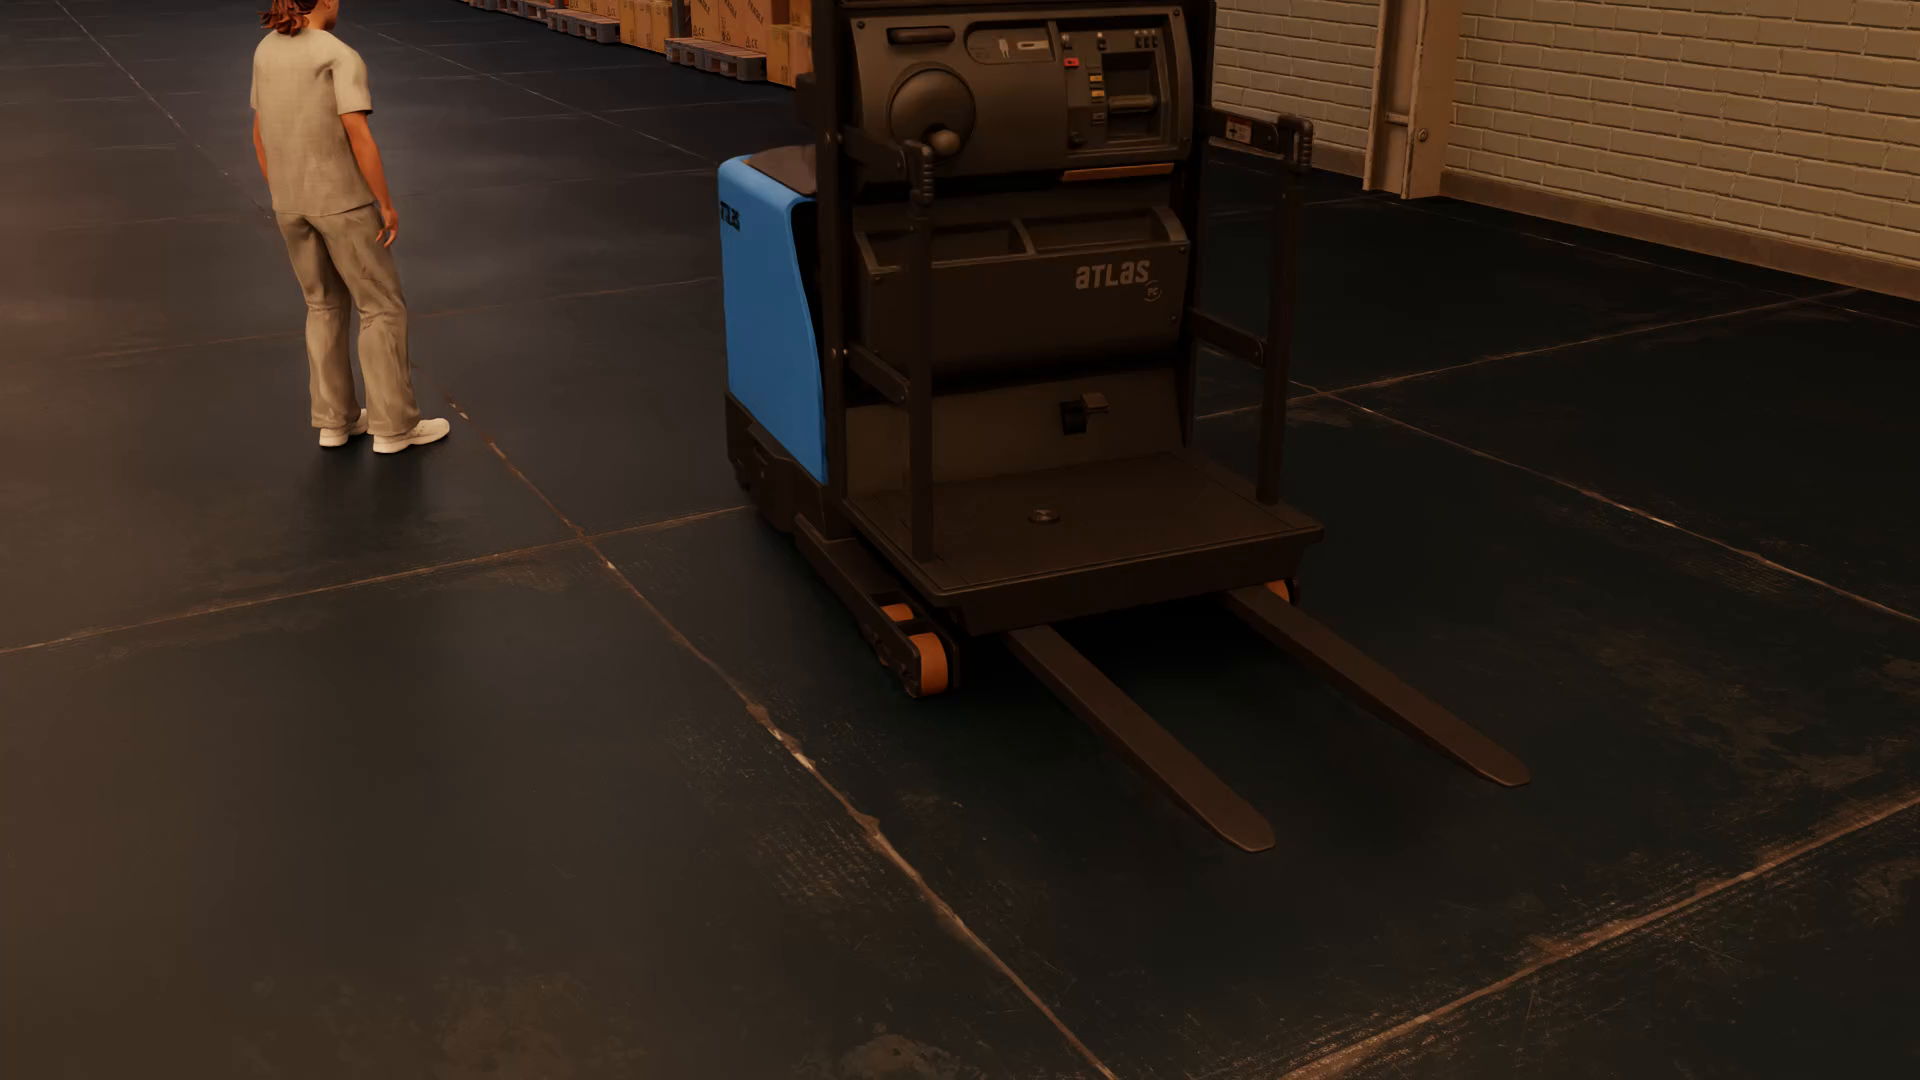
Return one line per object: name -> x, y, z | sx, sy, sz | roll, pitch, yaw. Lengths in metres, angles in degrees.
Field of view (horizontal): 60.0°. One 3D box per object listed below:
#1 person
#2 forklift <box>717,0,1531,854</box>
person -> -2.140, -1.131, 5.689 | 0.500, 1.671, 0.361 | 8, 24, 19
forklift -> 0.258, -1.142, 4.057 | 1.130, 2.935, 3.031 | -9, 24, -21
